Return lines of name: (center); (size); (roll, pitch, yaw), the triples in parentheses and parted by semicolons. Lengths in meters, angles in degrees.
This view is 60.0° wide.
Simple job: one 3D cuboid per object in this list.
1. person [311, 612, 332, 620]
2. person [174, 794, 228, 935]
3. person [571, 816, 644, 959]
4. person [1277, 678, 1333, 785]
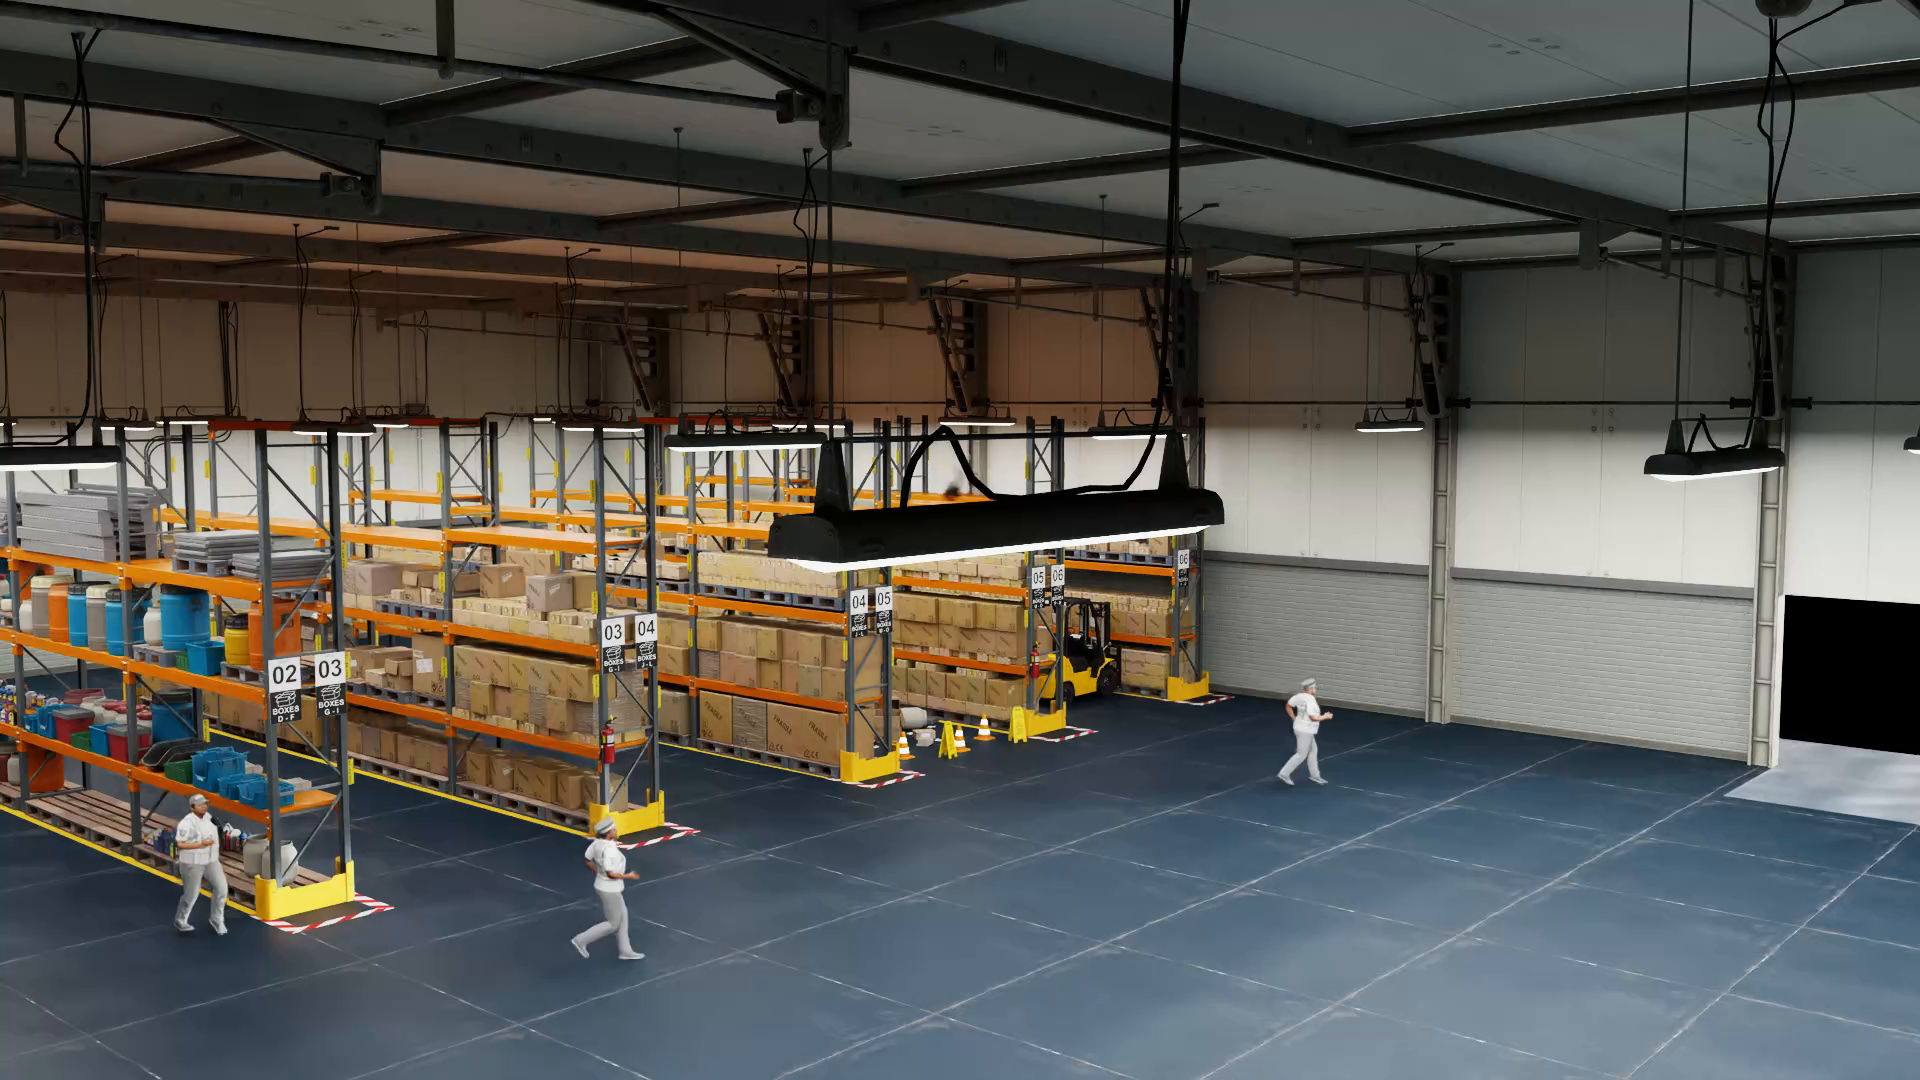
person: (-14.820, 2.286, 38.342); (0.721, 1.712, 0.558); (1, 5, 14)
person: (-9.031, 3.877, 19.738); (0.660, 1.752, 0.606); (2, 5, 25)
person: (-3.974, 3.941, 18.683); (0.851, 1.692, 0.579); (-3, 5, -28)
person: (5.654, 3.169, 27.328); (0.937, 1.798, 0.621); (-1, 5, -8)
